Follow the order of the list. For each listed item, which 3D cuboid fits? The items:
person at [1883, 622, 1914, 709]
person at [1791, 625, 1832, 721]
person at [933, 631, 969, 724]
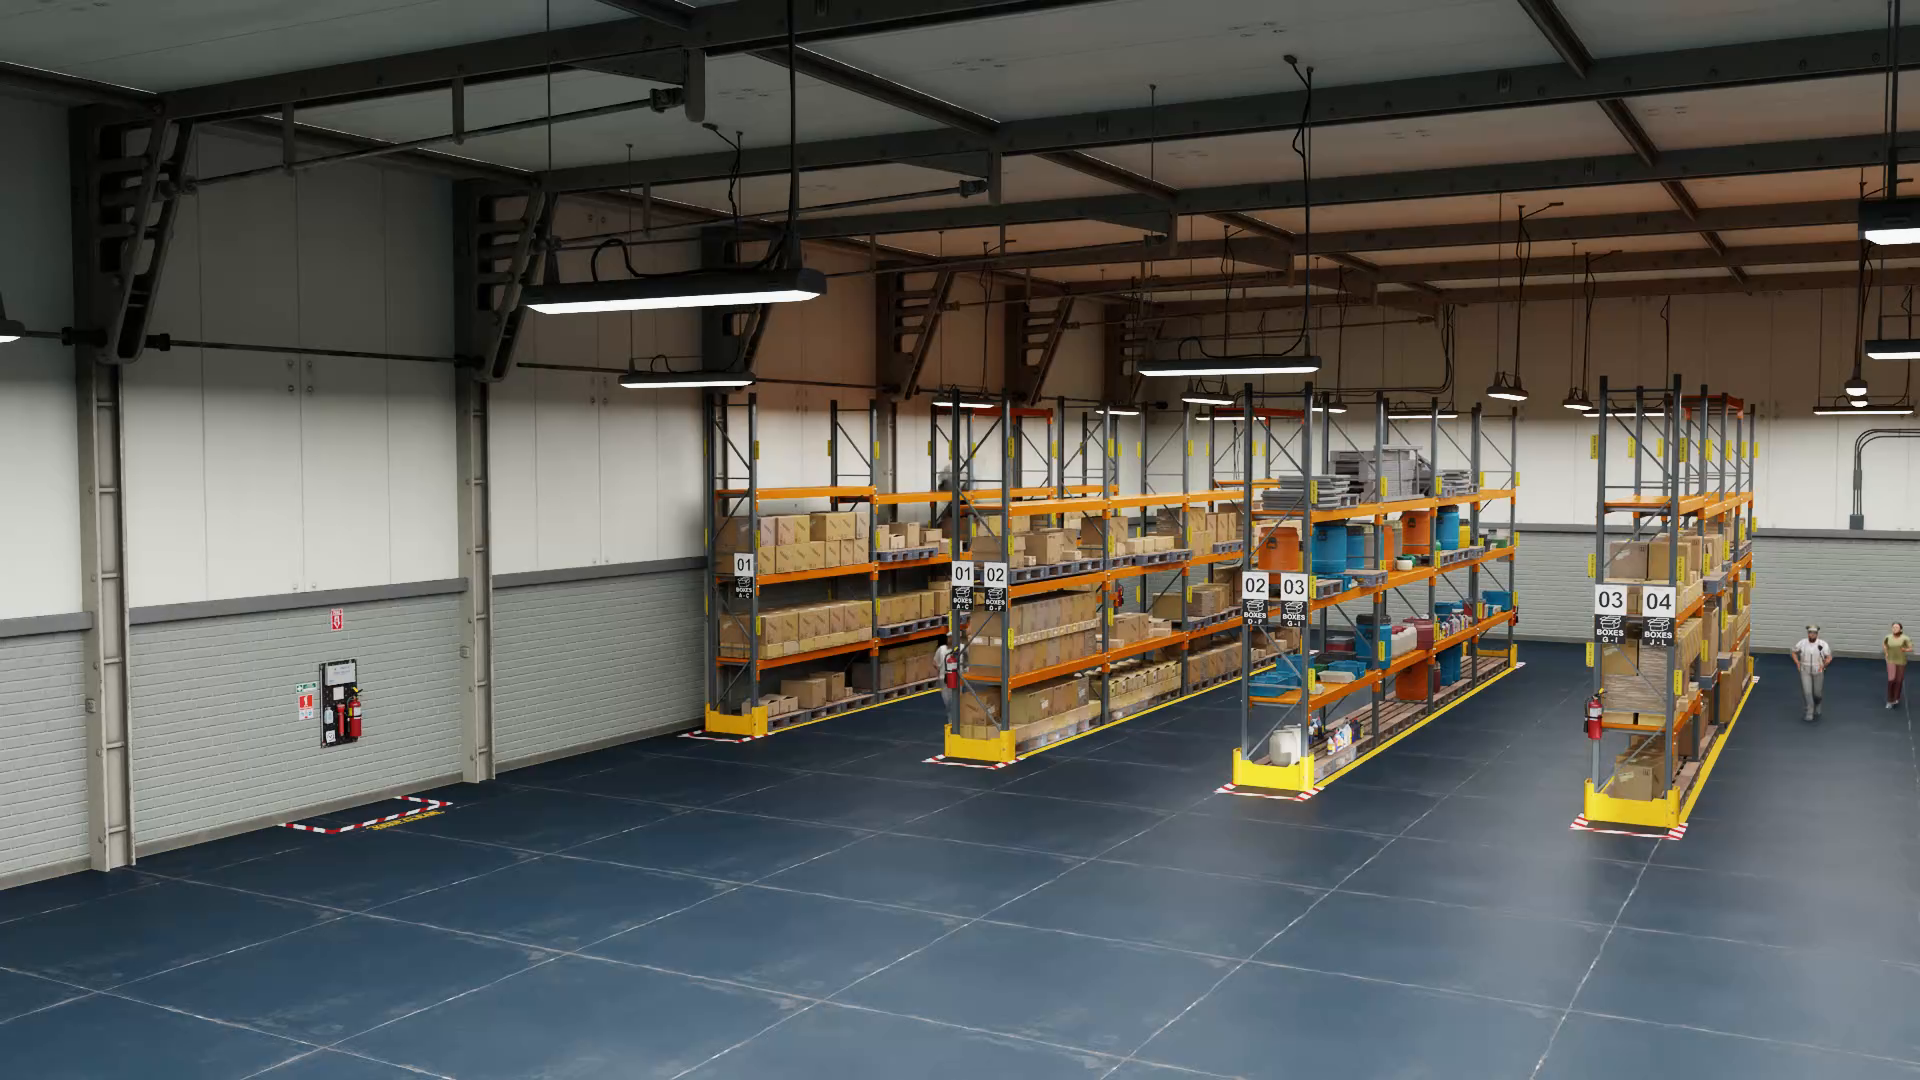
[{"bbox_3d":[18.181,2.441,32.246,0.546,1.723,0.714,2,4,33],"label":"person"},{"bbox_3d":[15.875,2.452,31.017,0.673,1.770,0.692,2,3,28],"label":"person"},{"bbox_3d":[-0.153,2.477,29.490,0.690,1.762,0.972,1,3,12],"label":"person"}]
